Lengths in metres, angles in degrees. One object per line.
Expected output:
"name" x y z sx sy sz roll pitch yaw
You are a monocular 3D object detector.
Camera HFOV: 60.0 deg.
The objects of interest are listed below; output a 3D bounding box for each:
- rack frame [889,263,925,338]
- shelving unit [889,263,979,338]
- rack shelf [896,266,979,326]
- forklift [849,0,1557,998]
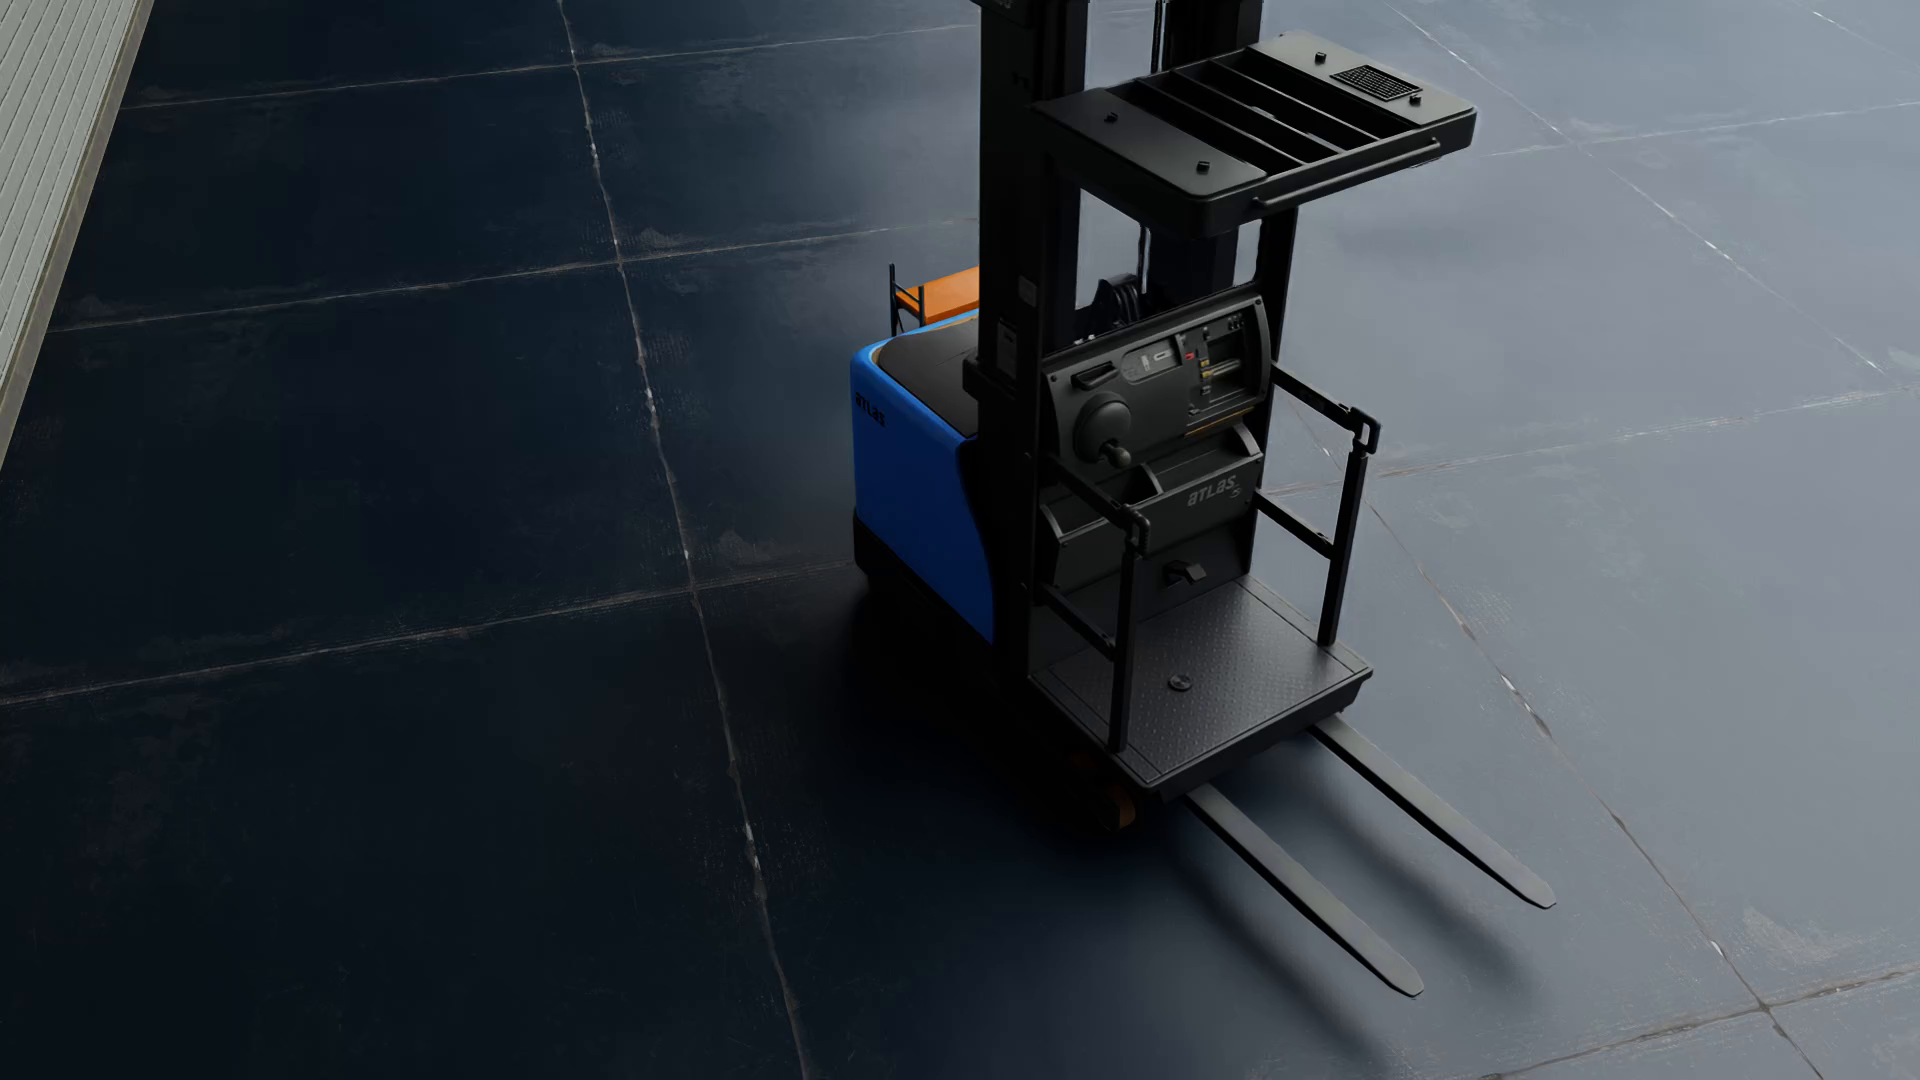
"rack frame" -0.213 -0.585 7.026 0.015 1.200 0.240 -23 43 -27
"shelving unit" -0.012 -0.668 7.135 0.503 1.200 0.258 -23 43 -27
"rack shelf" -0.012 -0.981 6.897 0.480 0.148 0.258 -23 43 -27
"forklift" 0.800 -0.468 5.449 1.130 2.935 3.031 -23 43 -27
